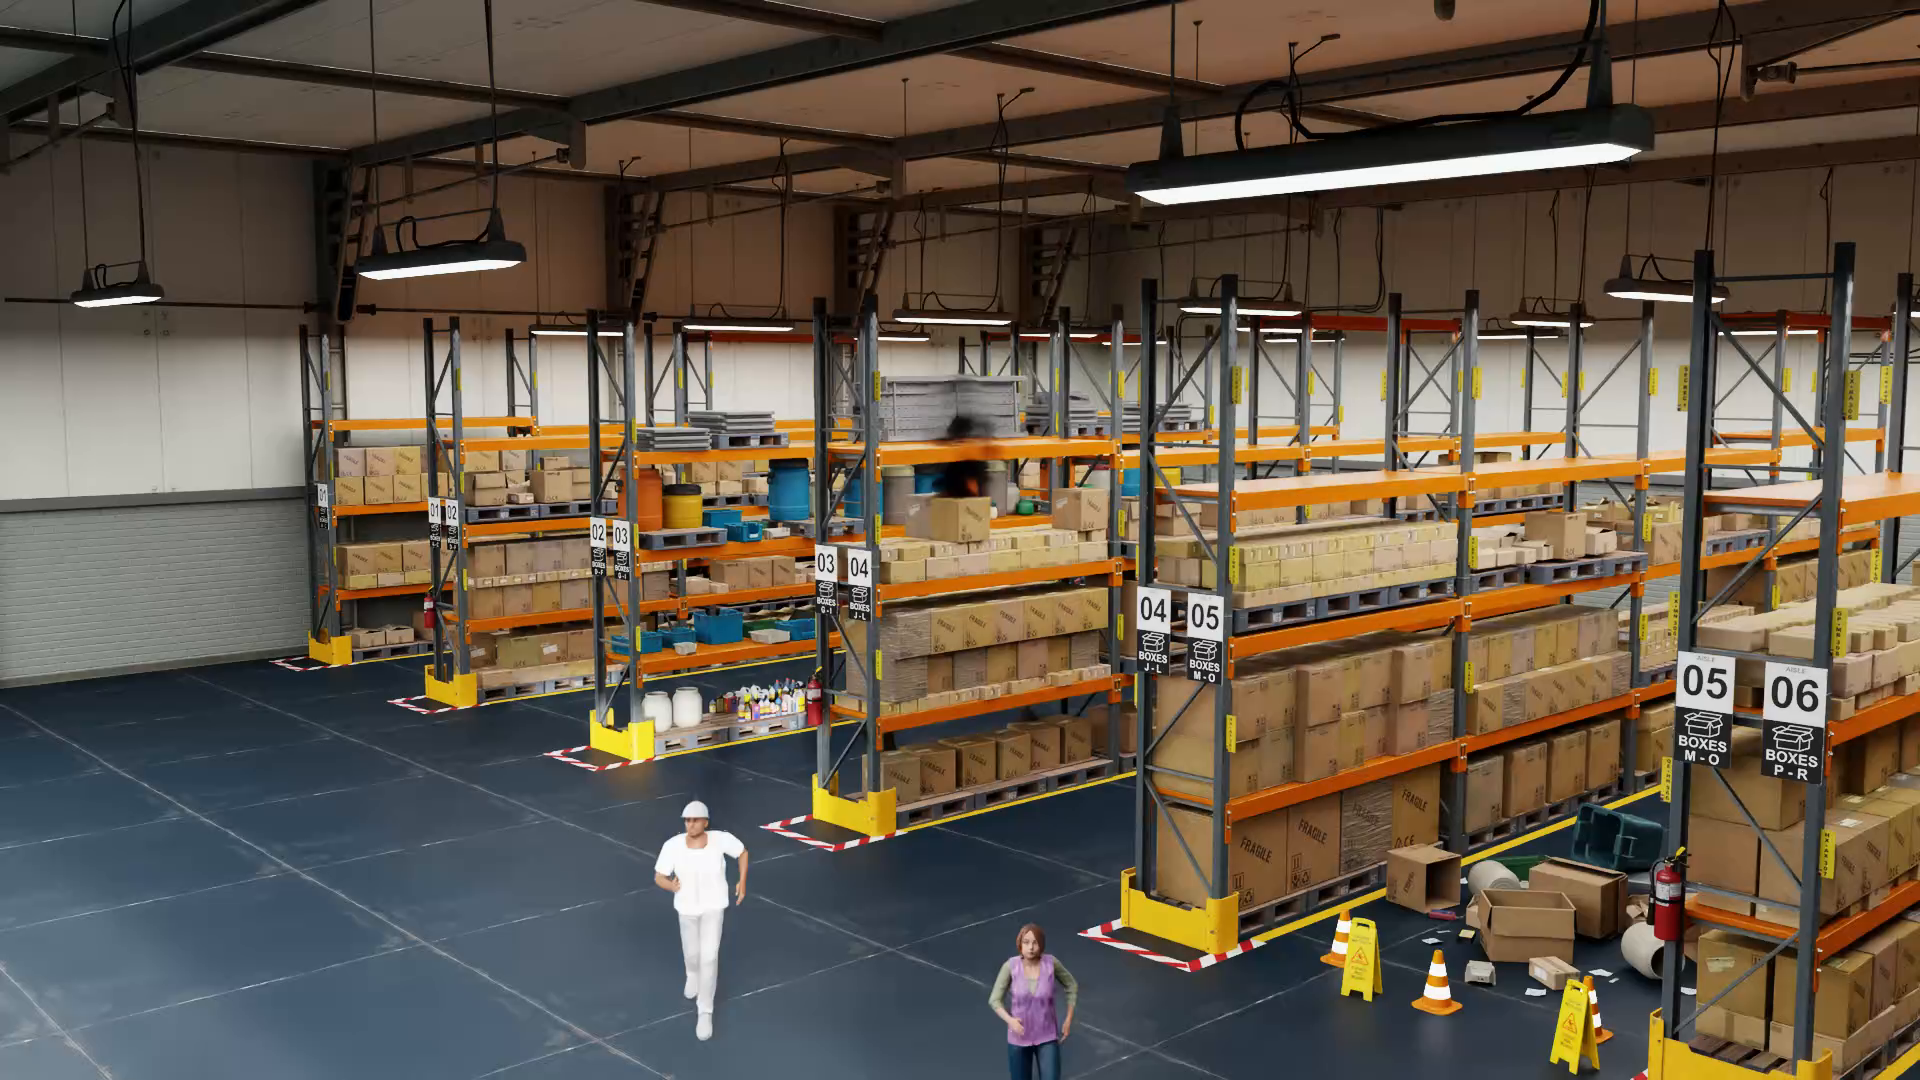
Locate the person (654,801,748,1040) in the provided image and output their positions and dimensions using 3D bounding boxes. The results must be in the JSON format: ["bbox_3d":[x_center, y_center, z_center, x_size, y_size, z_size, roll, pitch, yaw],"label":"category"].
[{"bbox_3d":[-2.060,2.947,13.282,0.712,1.801,0.948,0,6,1],"label":"person"}]

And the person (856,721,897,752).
[{"bbox_3d":[-1.087,2.076,21.970,0.680,1.777,0.741,4,7,32],"label":"person"}]

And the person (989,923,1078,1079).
[{"bbox_3d":[0.481,3.291,10.874,0.590,1.569,0.520,0,6,2],"label":"person"}]

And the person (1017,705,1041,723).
[{"bbox_3d":[0.899,2.037,23.030,0.575,1.553,0.909,5,8,41],"label":"person"}]
